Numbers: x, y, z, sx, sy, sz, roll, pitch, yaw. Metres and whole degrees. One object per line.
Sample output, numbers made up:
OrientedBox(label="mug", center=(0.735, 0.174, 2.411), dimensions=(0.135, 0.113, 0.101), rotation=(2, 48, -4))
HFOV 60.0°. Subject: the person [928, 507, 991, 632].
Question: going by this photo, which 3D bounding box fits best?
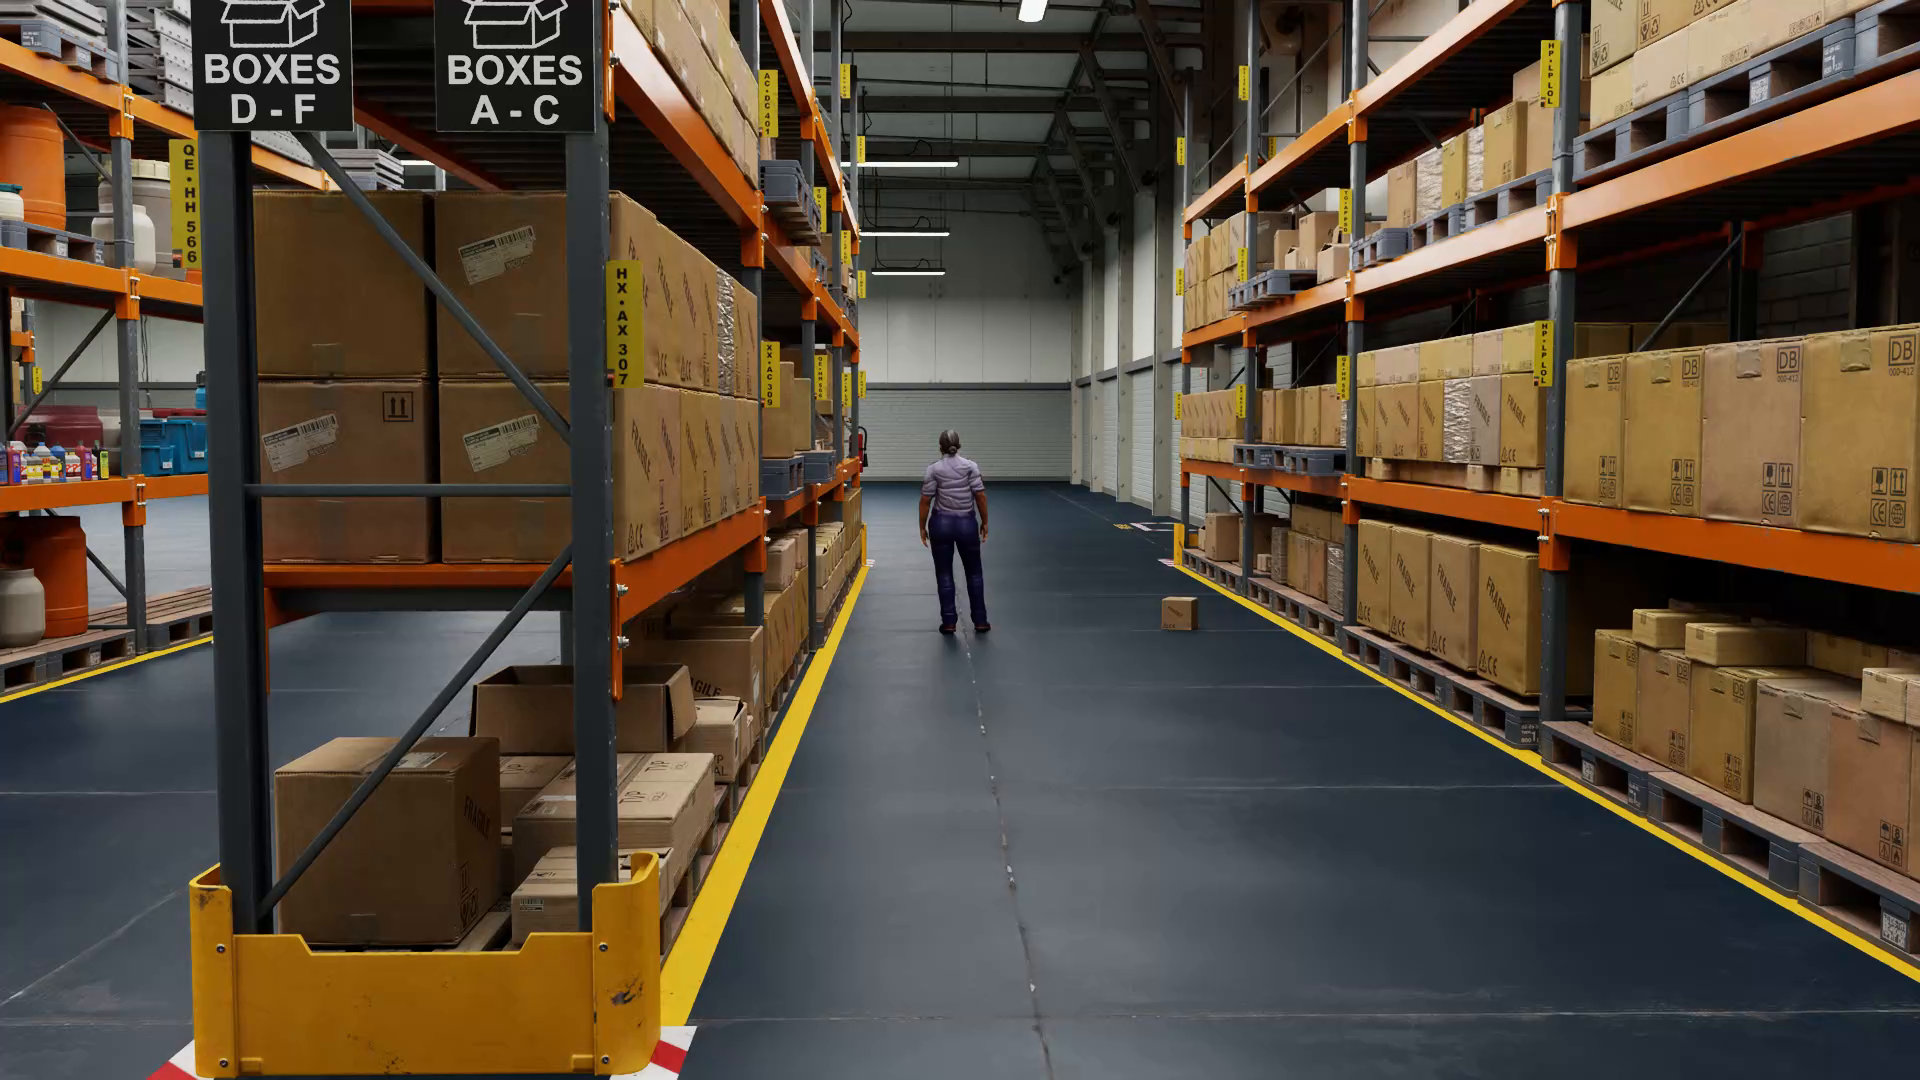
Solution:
OrientedBox(label="person", center=(0.000, 0.233, 13.594), dimensions=(0.525, 1.034, 0.501), rotation=(0, 4, -2))
